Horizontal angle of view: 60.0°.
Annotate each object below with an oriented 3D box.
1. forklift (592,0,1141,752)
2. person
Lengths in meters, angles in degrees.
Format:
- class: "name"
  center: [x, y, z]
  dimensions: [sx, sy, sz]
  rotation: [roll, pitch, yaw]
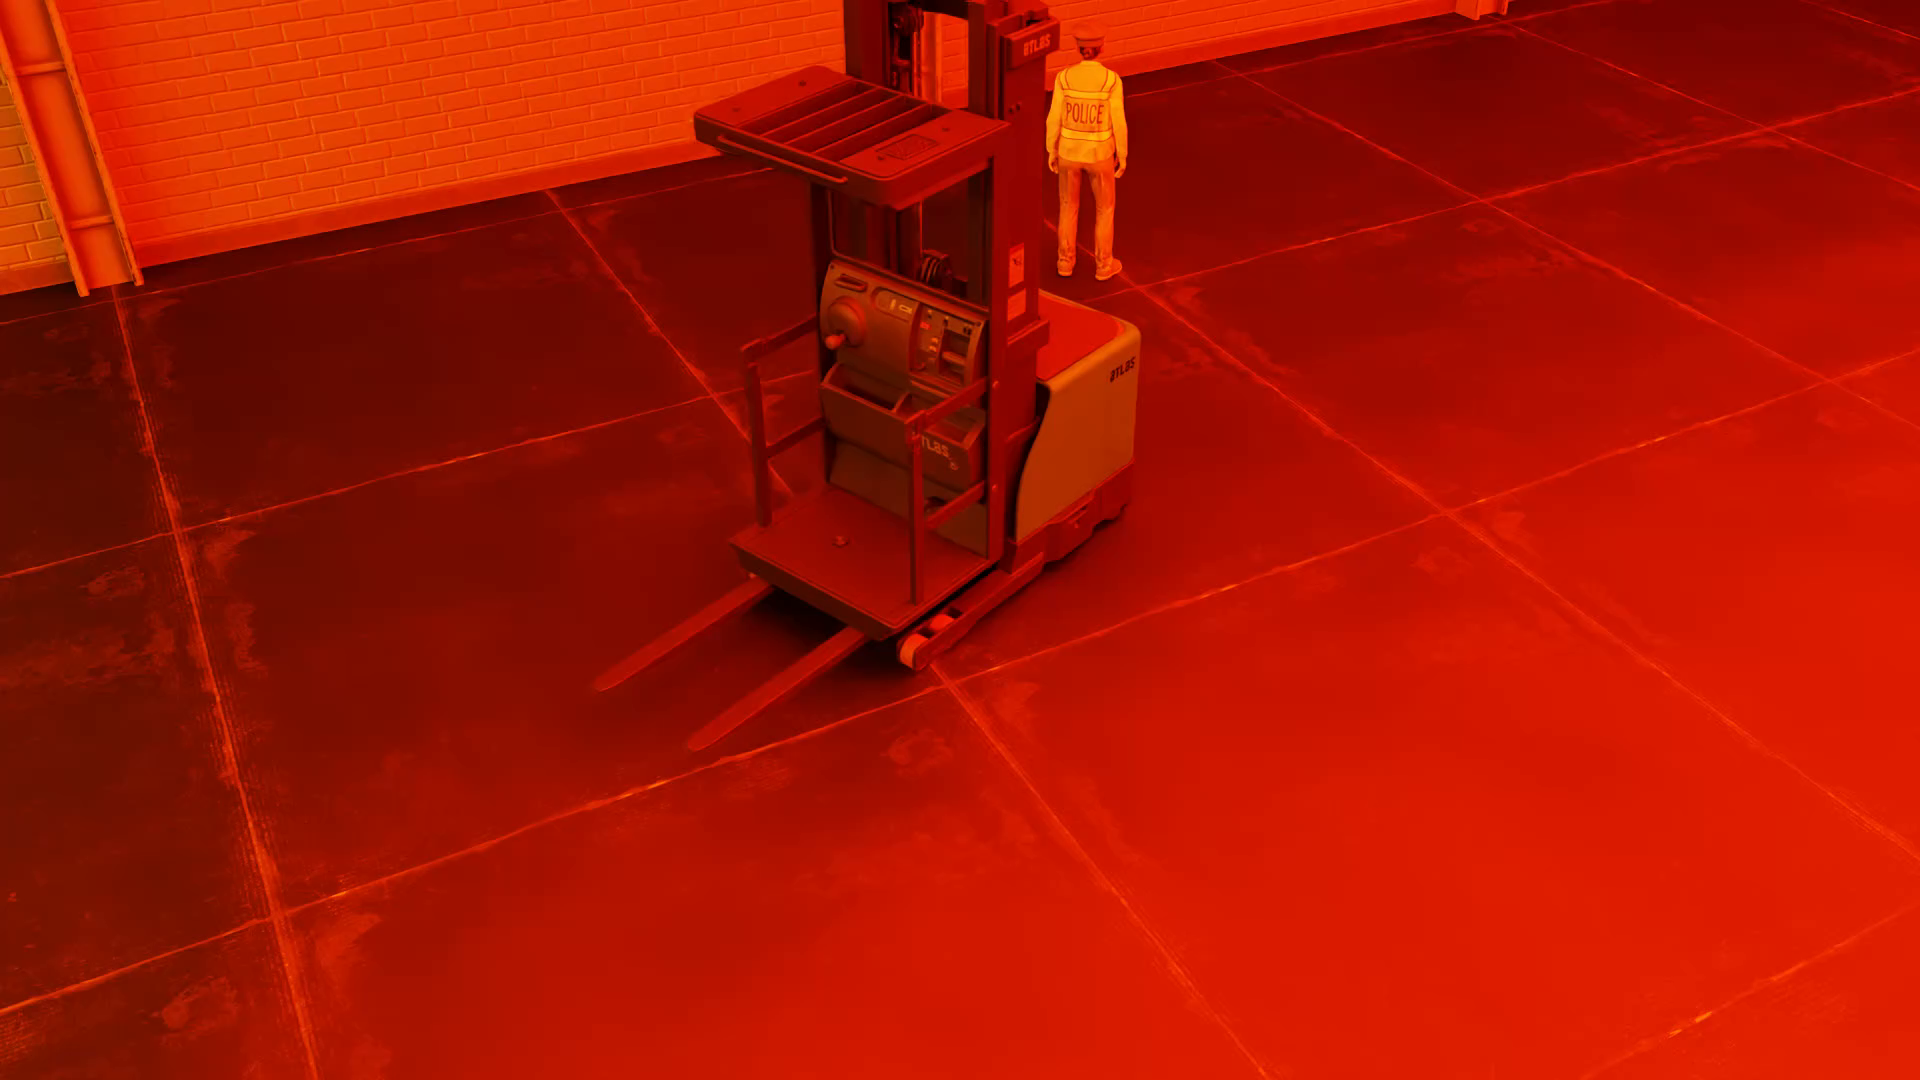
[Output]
- class: "forklift"
  center: [-0.405, -0.916, 7.419]
  dimensions: [1.130, 2.935, 3.031]
  rotation: [26, 43, 31]
- class: "person"
  center: [0.817, -2.483, 10.738]
  dimensions: [0.528, 1.662, 0.375]
  rotation: [8, 36, 12]
